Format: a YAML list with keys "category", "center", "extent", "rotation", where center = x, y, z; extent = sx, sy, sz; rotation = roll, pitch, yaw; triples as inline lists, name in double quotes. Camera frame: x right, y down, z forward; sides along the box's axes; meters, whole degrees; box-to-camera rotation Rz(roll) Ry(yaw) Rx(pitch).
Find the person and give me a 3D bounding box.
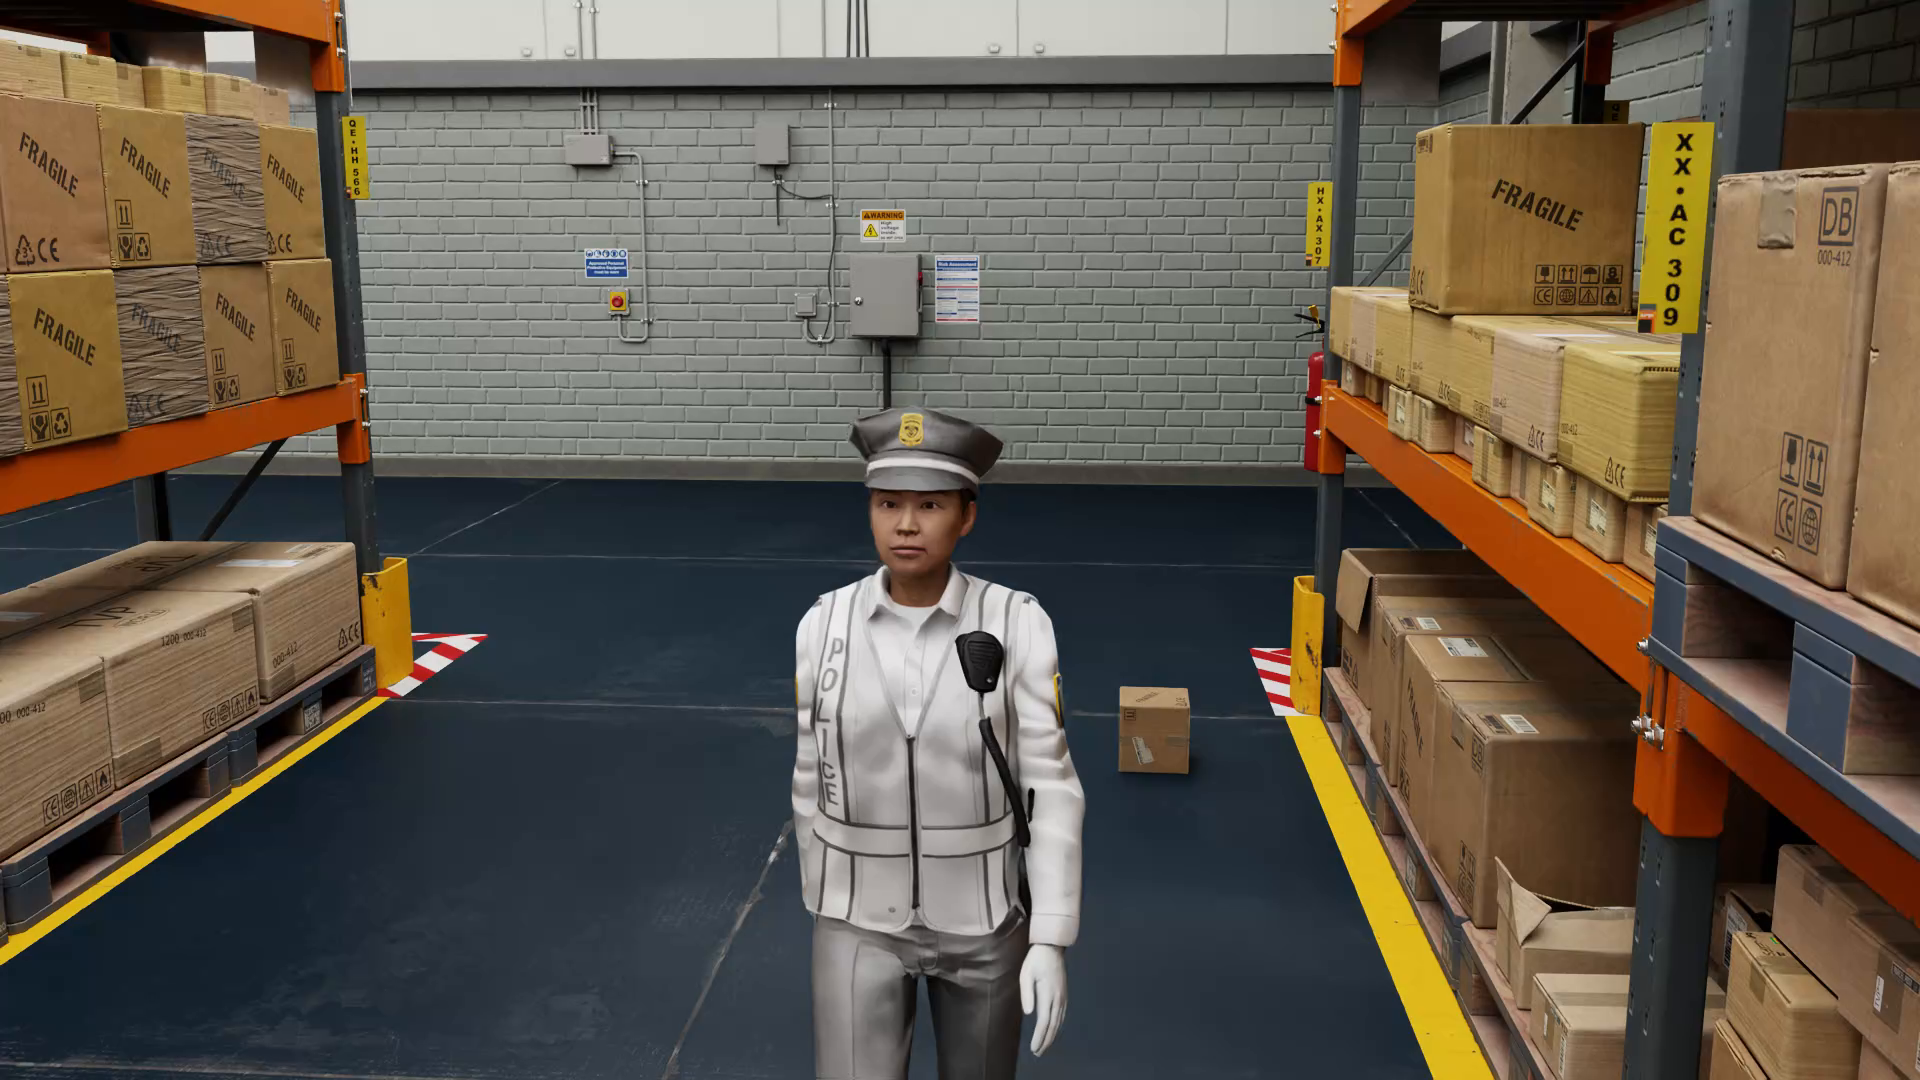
- category: "person"
  center: [-0.041, 0.600, 2.689]
  extent: [0.481, 1.643, 0.972]
  rotation: [0, 11, 1]
